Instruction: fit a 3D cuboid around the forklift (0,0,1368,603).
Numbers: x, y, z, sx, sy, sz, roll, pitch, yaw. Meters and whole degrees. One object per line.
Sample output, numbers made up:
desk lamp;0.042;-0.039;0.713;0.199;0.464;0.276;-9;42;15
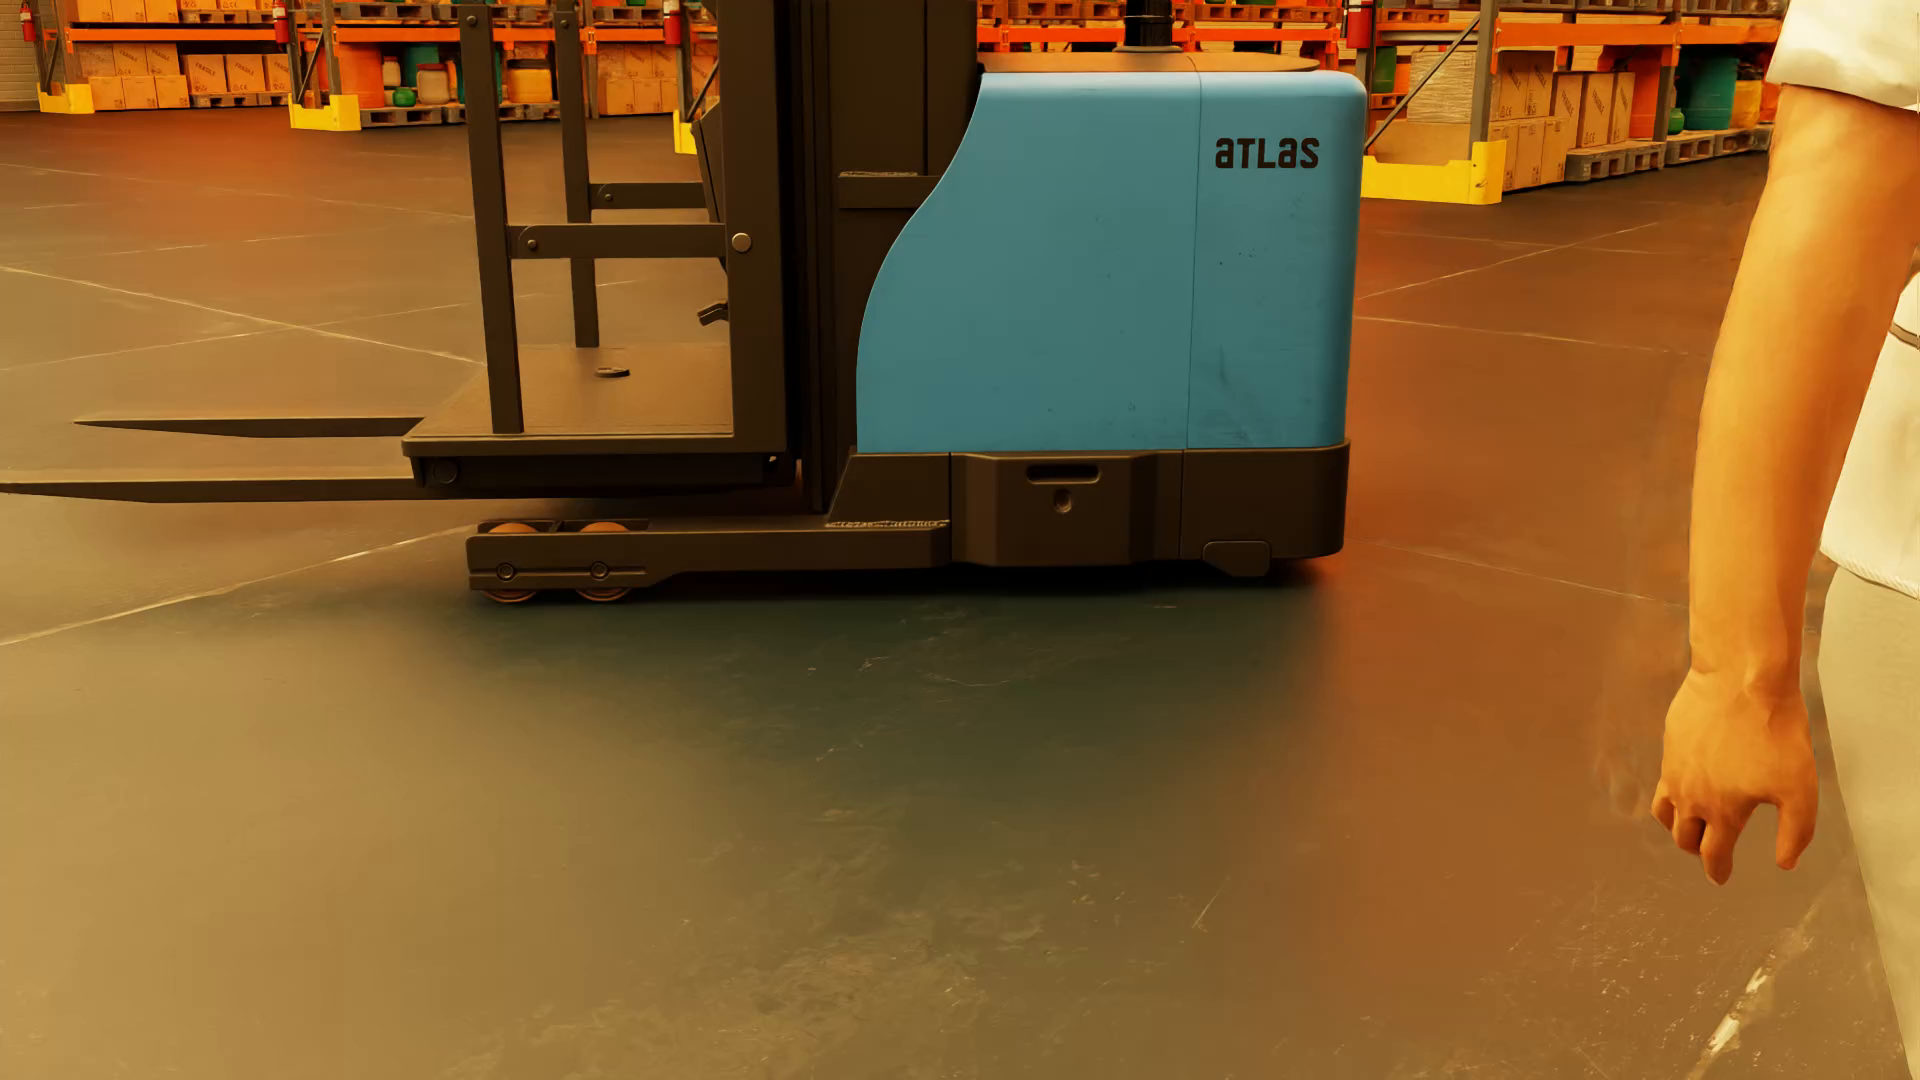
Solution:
forklift;-0.691;-1.427;3.597;3.031;2.935;1.130;-1;17;-3
